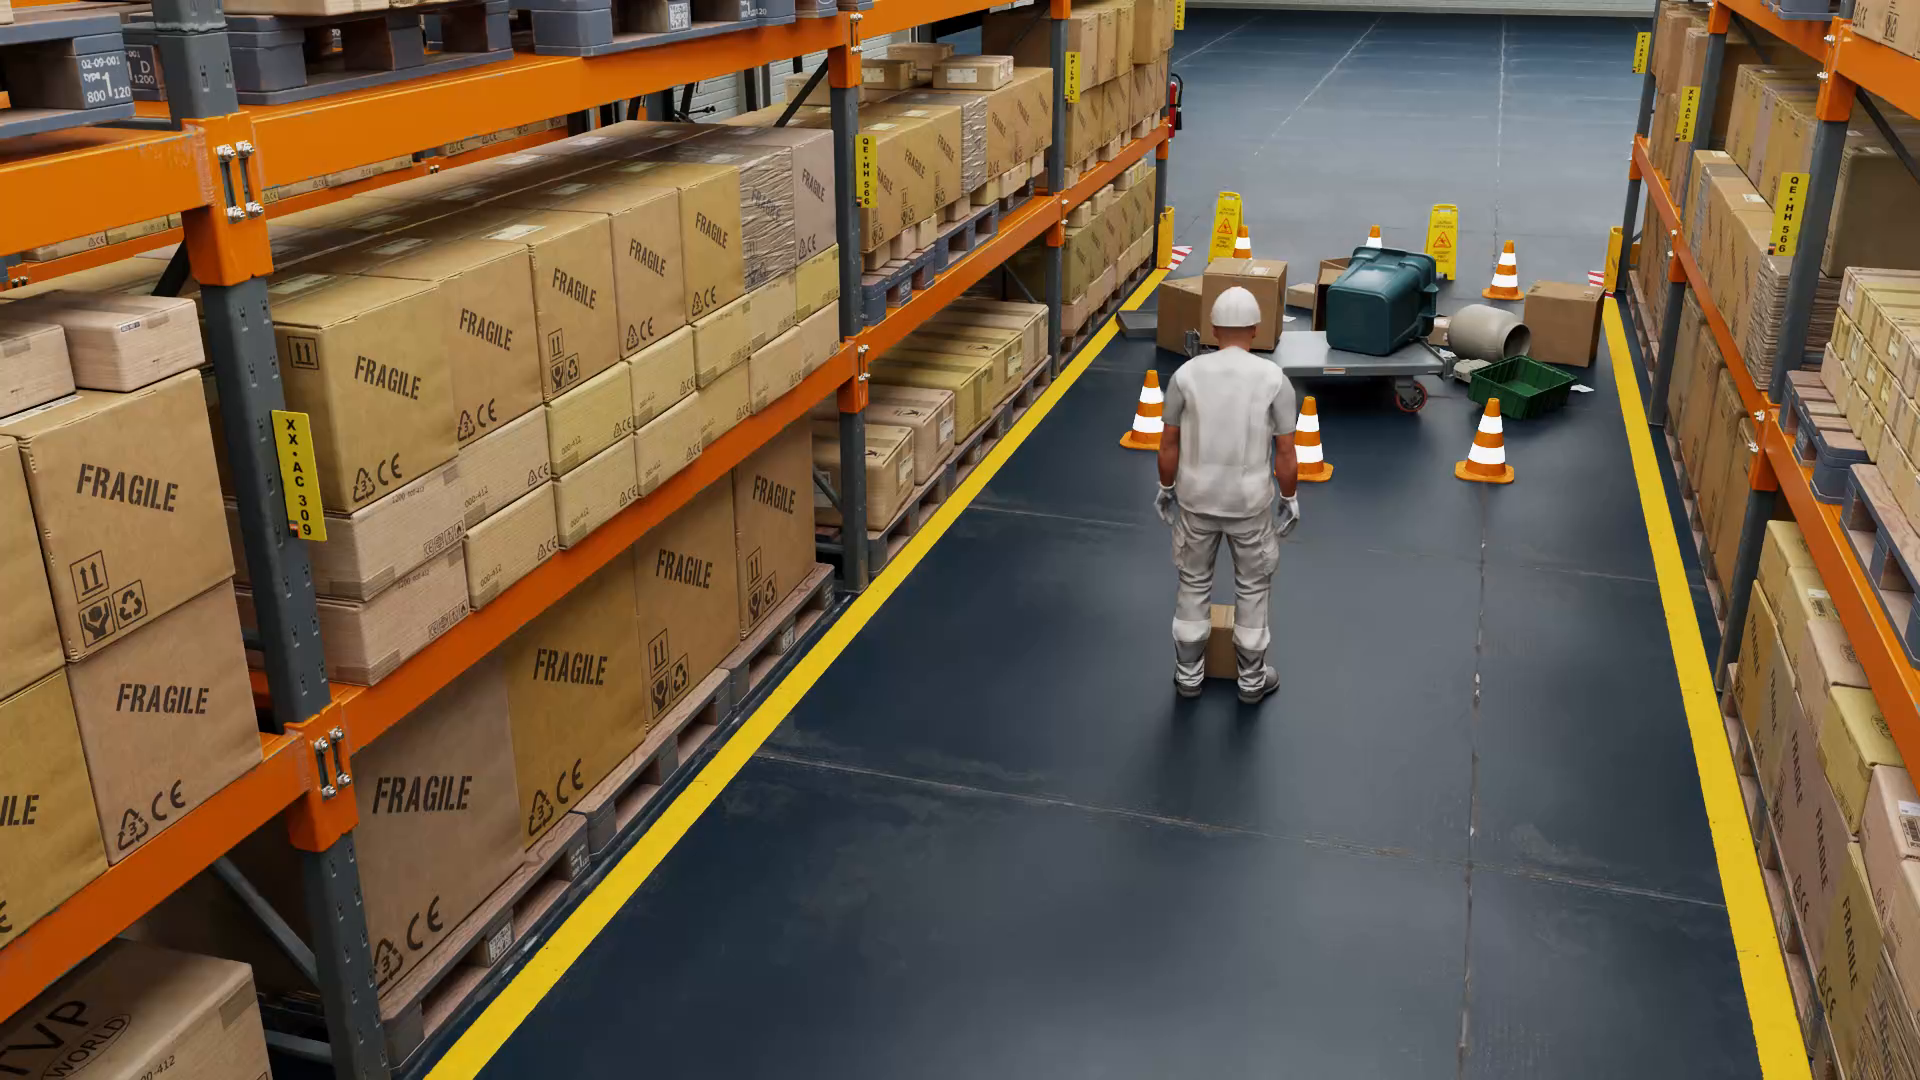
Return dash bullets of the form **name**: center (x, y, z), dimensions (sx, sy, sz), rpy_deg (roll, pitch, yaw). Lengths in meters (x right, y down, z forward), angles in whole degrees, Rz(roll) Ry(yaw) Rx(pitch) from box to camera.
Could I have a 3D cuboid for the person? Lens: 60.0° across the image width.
- **person**: center (15.431, -1.744, 11.003), dimensions (25.365, 1.733, 17.172), rpy_deg (7, 23, 16)
